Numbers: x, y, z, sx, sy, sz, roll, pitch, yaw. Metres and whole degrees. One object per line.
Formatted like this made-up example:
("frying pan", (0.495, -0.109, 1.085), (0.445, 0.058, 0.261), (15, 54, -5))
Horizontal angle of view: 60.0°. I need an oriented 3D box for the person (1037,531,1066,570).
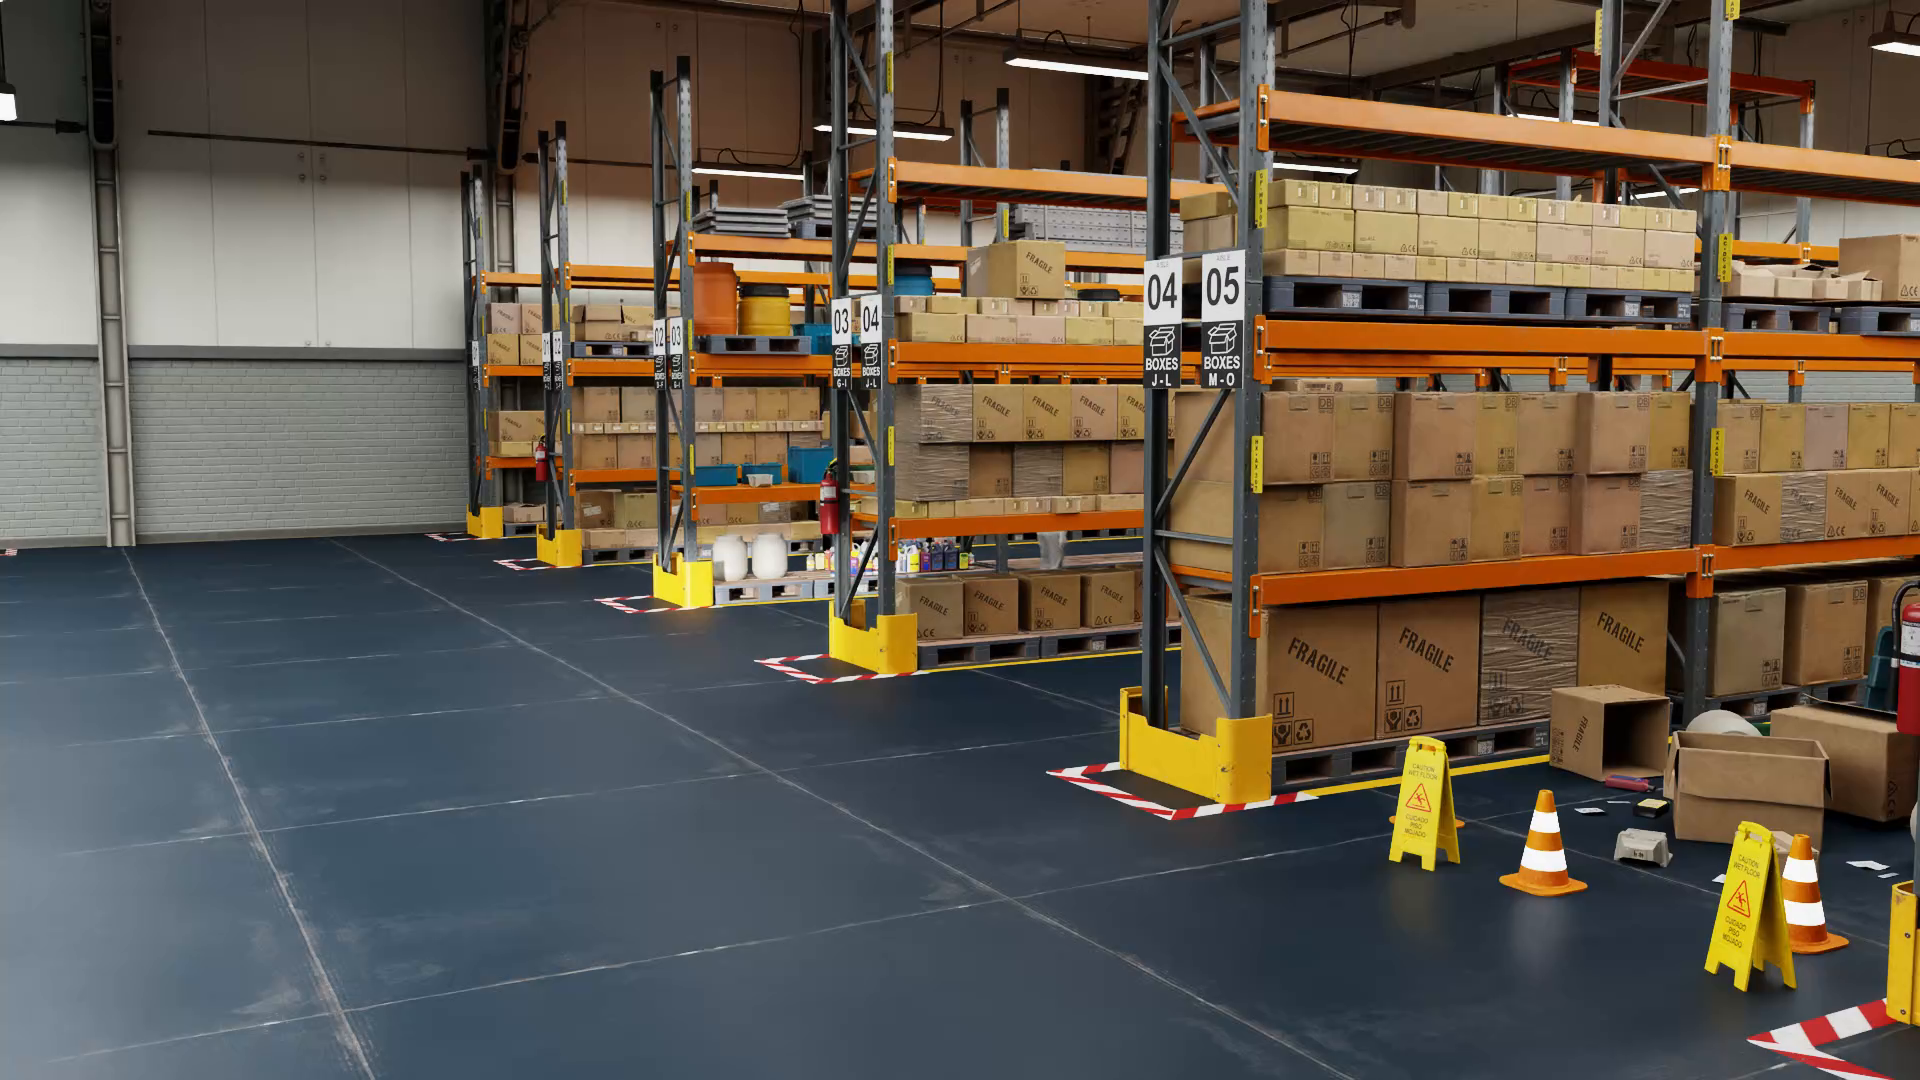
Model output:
("person", (1.003, -0.052, 18.161), (0.330, 1.712, 0.472), (-3, 6, -28))
